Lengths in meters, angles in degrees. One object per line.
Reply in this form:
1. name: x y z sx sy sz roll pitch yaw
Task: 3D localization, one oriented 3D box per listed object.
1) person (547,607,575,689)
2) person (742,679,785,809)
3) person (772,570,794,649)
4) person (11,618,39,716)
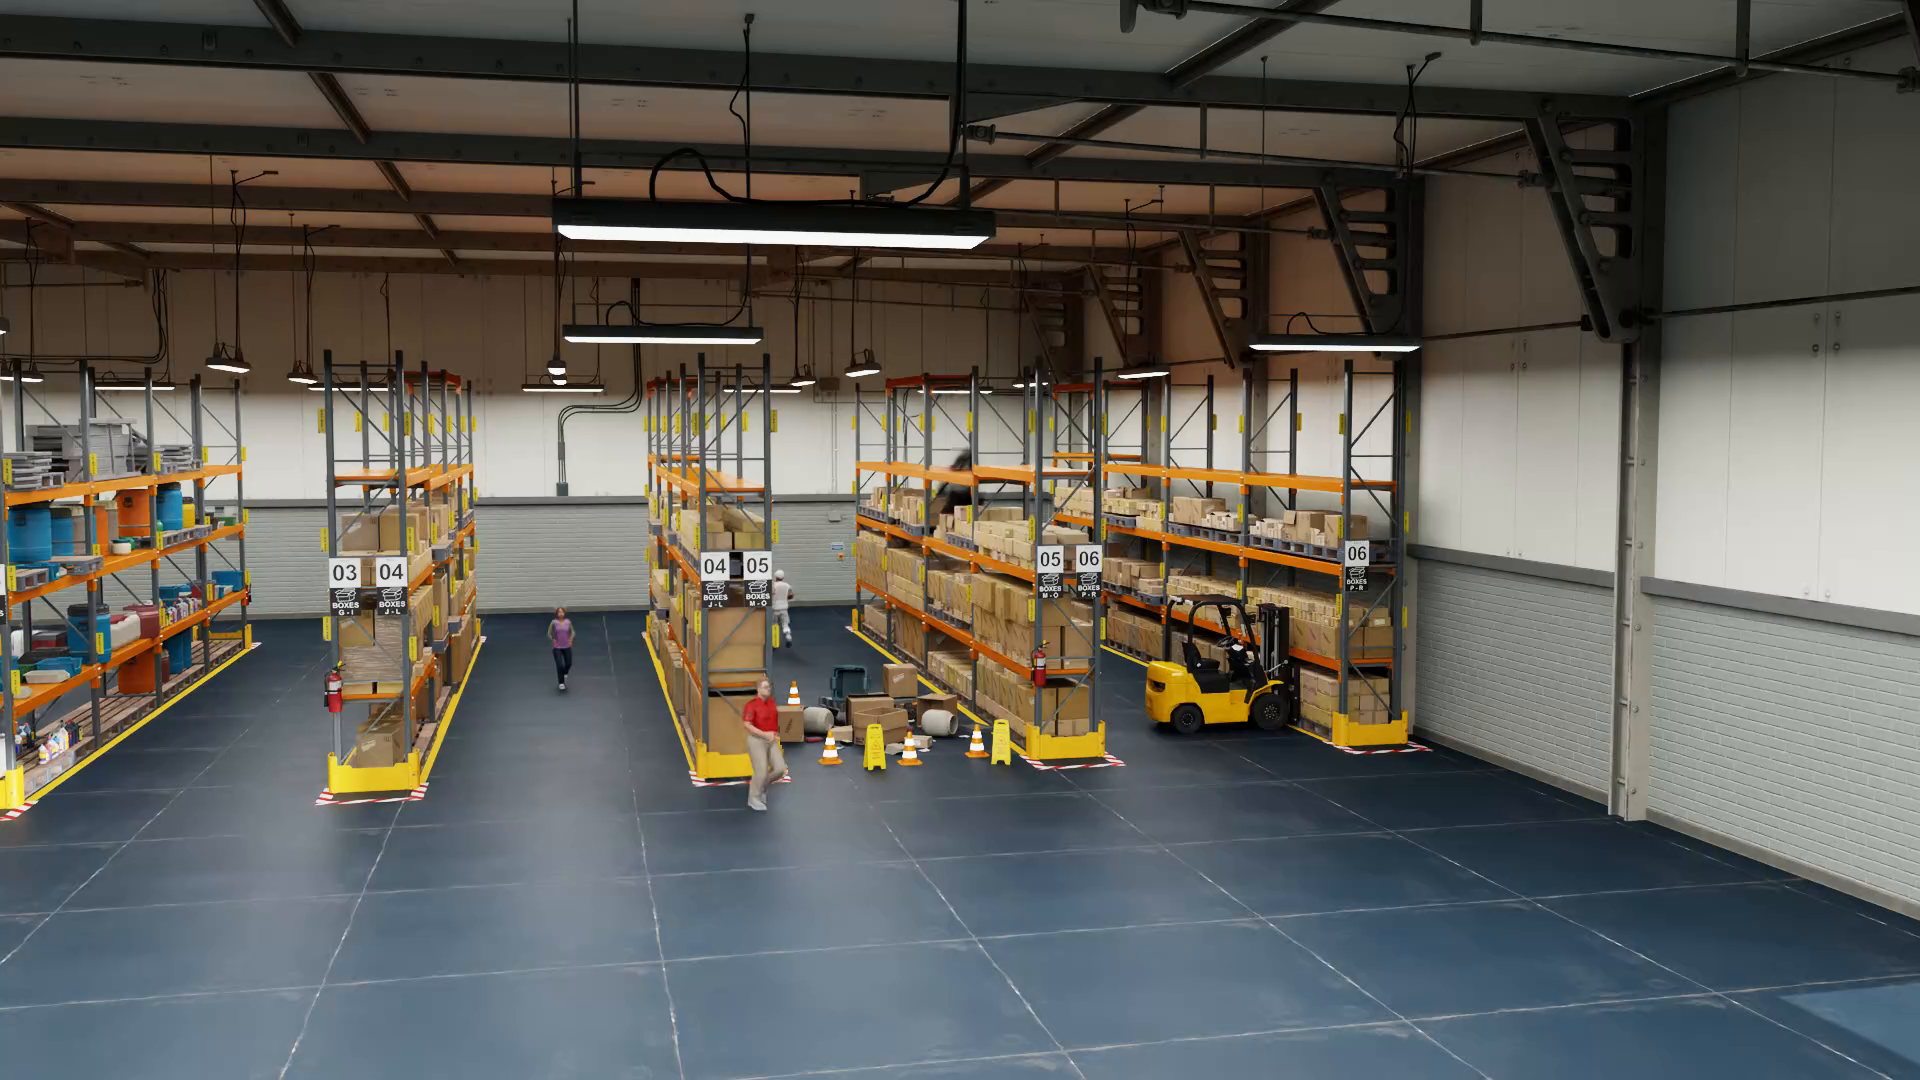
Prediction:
1. person: -7.534 2.039 31.438 0.532 1.550 0.559 -2 4 -21
2. person: -2.519 2.653 21.653 0.608 1.692 0.699 3 5 36
3. person: -3.978 1.538 36.665 0.666 1.763 0.985 -2 4 -23
4. person: -15.892 2.171 28.265 0.744 1.746 0.579 -1 4 -19
